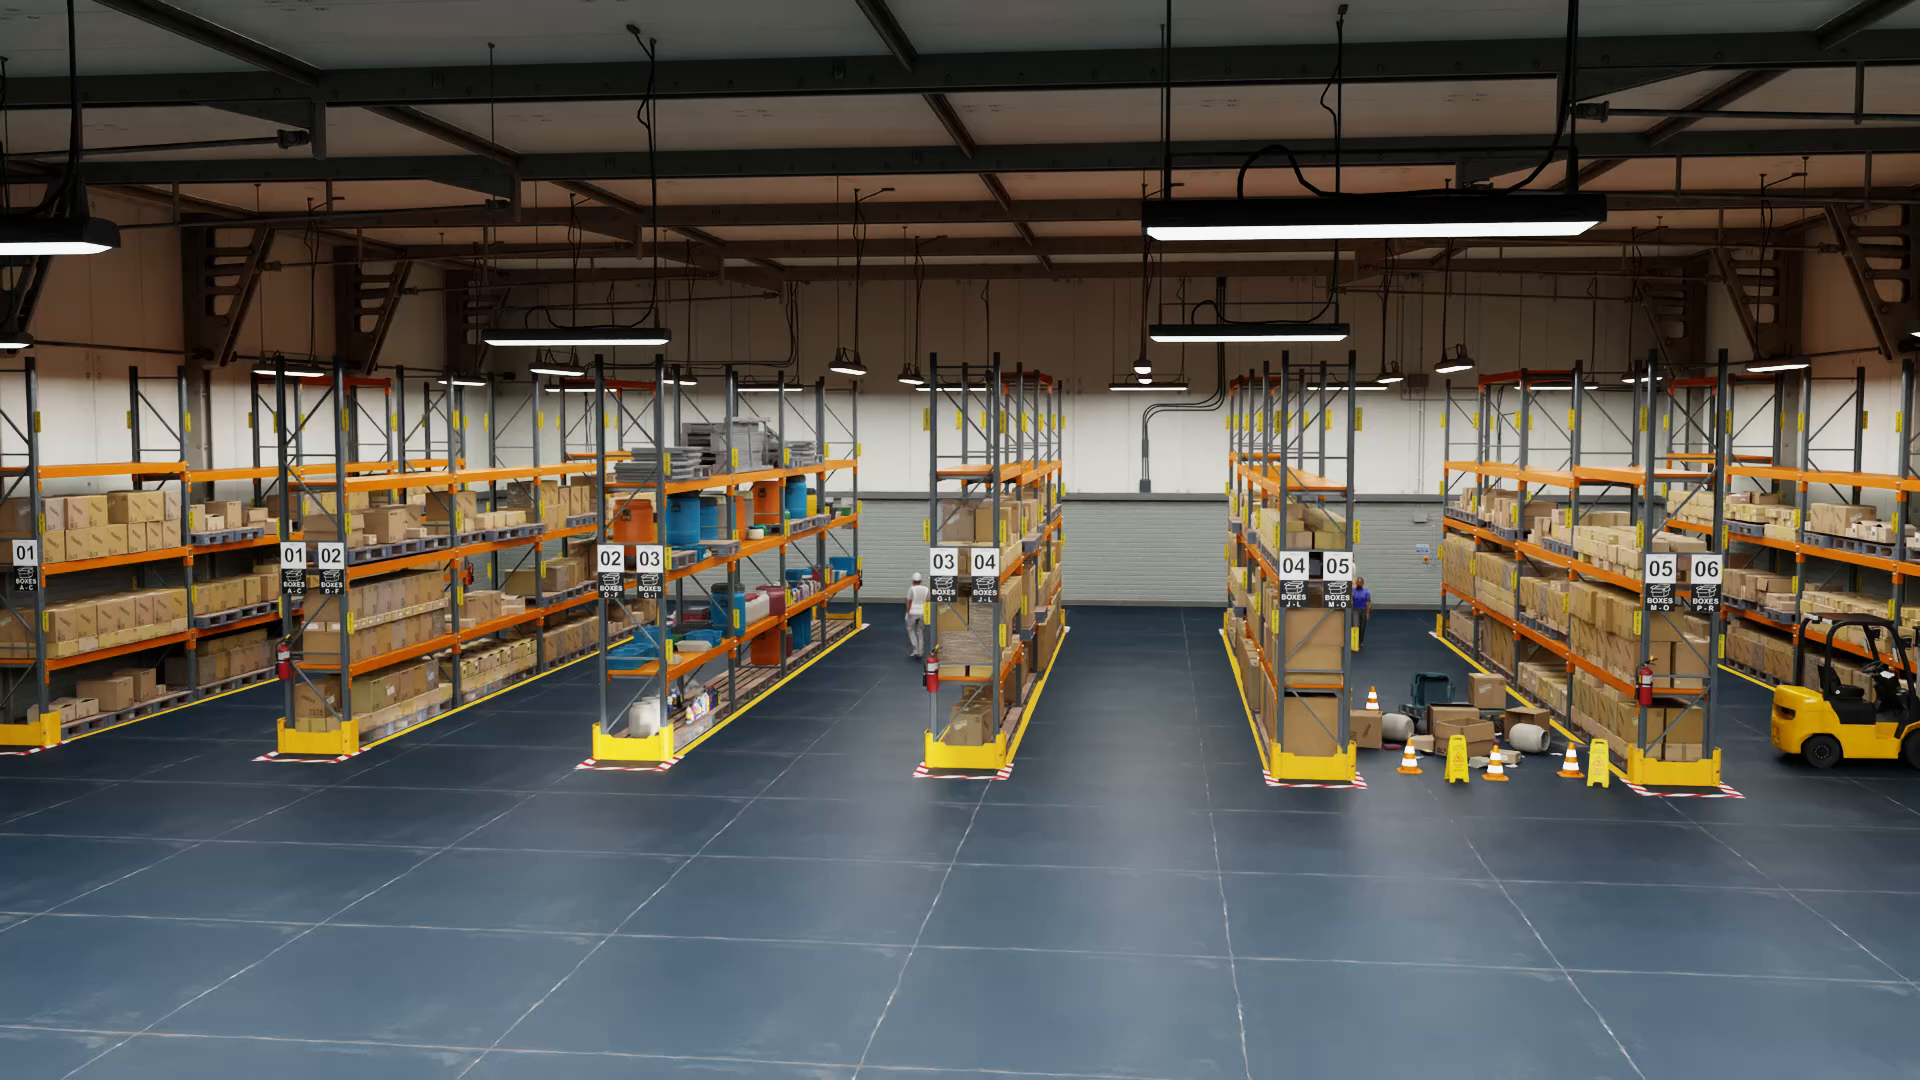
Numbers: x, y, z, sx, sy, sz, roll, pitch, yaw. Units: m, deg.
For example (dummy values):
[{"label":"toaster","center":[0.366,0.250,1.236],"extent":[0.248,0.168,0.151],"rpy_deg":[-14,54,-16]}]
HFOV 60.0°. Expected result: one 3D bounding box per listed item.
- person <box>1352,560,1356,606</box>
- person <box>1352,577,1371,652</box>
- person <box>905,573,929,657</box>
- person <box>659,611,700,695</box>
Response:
[{"label":"person","center":[10.017,1.139,42.761],"extent":[0.744,1.645,0.445],"rpy_deg":[-3,5,-32]},{"label":"person","center":[8.744,1.609,36.318],"extent":[0.443,1.592,1.028],"rpy_deg":[1,4,8]},{"label":"person","center":[-0.914,1.619,35.560],"extent":[0.609,1.836,0.426],"rpy_deg":[-3,5,-33]},{"label":"person","center":[-5.111,2.063,29.792],"extent":[0.872,1.626,0.493],"rpy_deg":[0,4,3]}]
